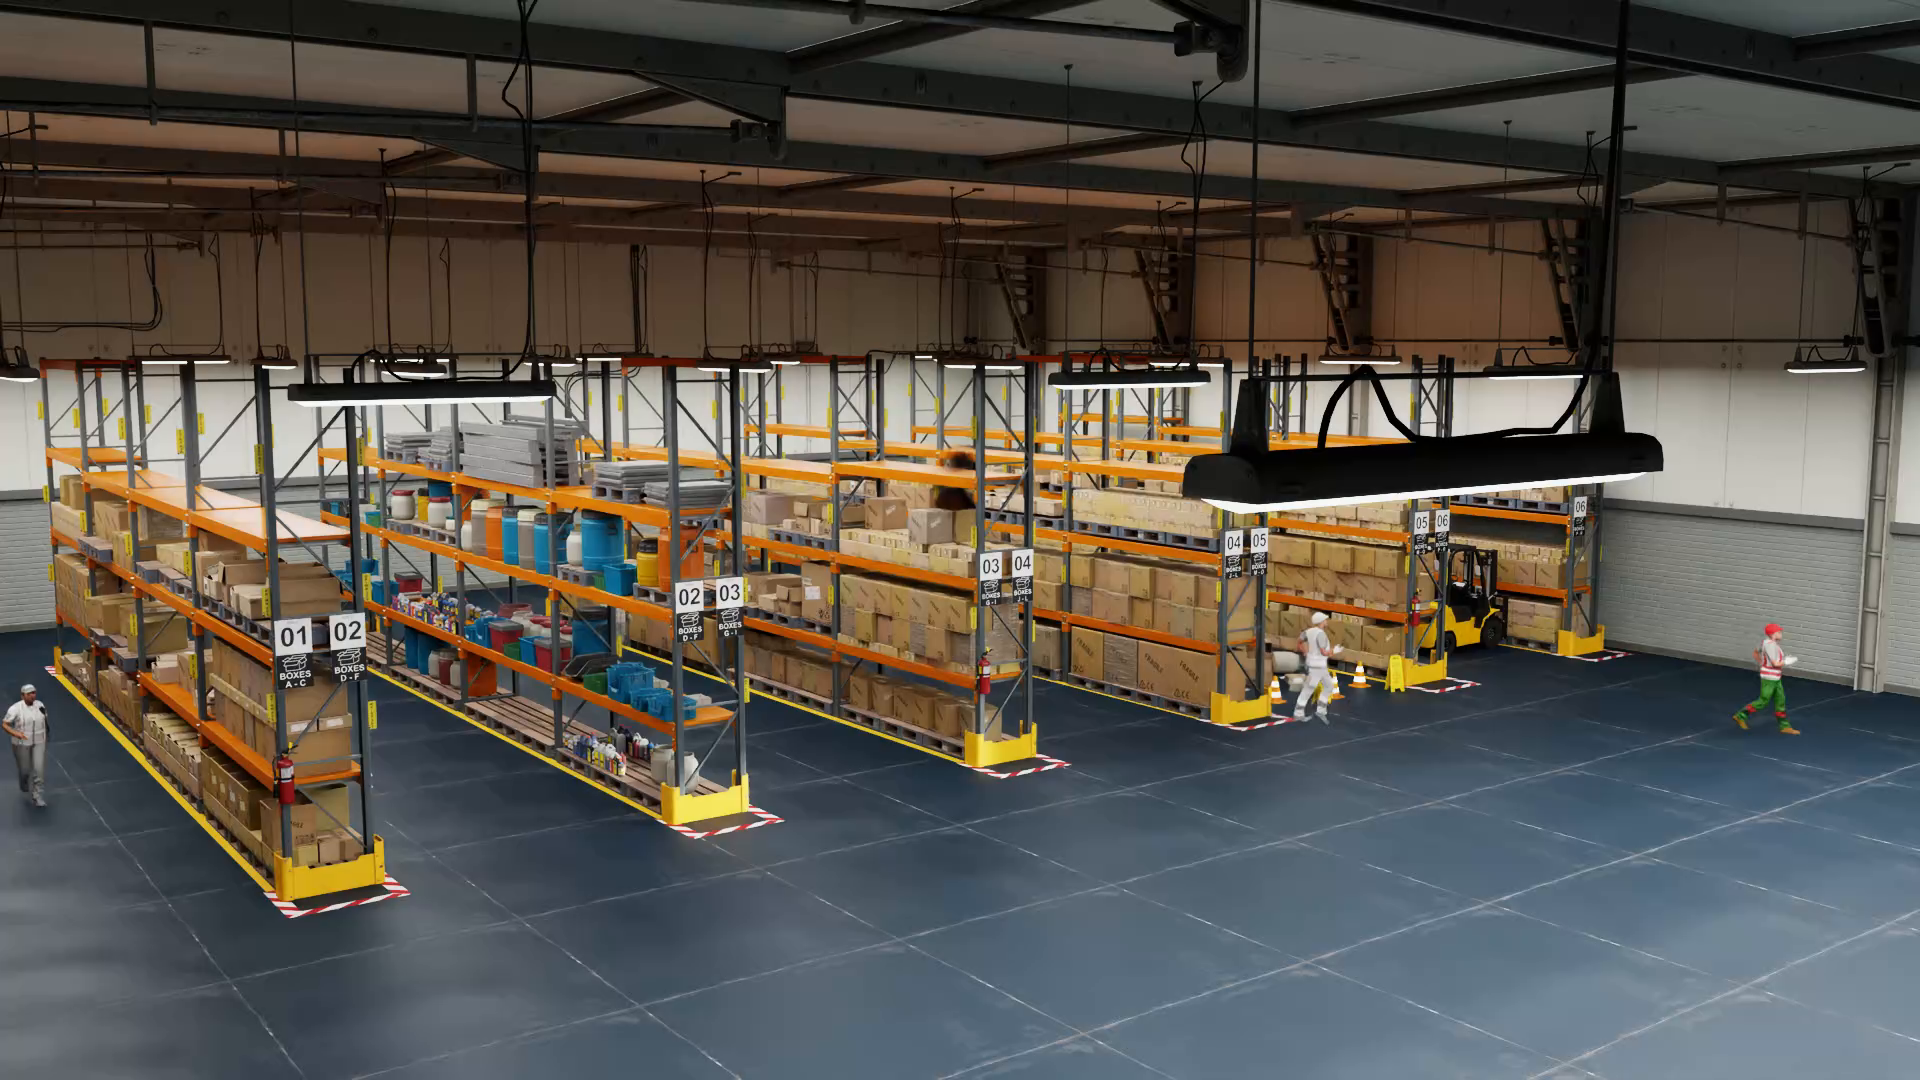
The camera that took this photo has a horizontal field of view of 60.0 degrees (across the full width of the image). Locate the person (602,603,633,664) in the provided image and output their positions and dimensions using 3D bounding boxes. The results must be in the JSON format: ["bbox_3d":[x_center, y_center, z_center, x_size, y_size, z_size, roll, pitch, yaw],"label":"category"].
[{"bbox_3d":[-6.682,1.610,32.485,0.603,1.648,0.545,-7,9,-43],"label":"person"}]

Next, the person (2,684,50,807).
[{"bbox_3d":[-12.761,2.799,22.794,0.684,1.663,0.602,7,10,44],"label":"person"}]

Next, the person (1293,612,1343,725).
[{"bbox_3d":[5.686,2.058,26.398,0.751,1.846,0.611,0,7,-1],"label":"person"}]

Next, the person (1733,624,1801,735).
[{"bbox_3d":[12.951,2.209,26.601,1.003,1.767,0.667,3,8,25],"label":"person"}]
